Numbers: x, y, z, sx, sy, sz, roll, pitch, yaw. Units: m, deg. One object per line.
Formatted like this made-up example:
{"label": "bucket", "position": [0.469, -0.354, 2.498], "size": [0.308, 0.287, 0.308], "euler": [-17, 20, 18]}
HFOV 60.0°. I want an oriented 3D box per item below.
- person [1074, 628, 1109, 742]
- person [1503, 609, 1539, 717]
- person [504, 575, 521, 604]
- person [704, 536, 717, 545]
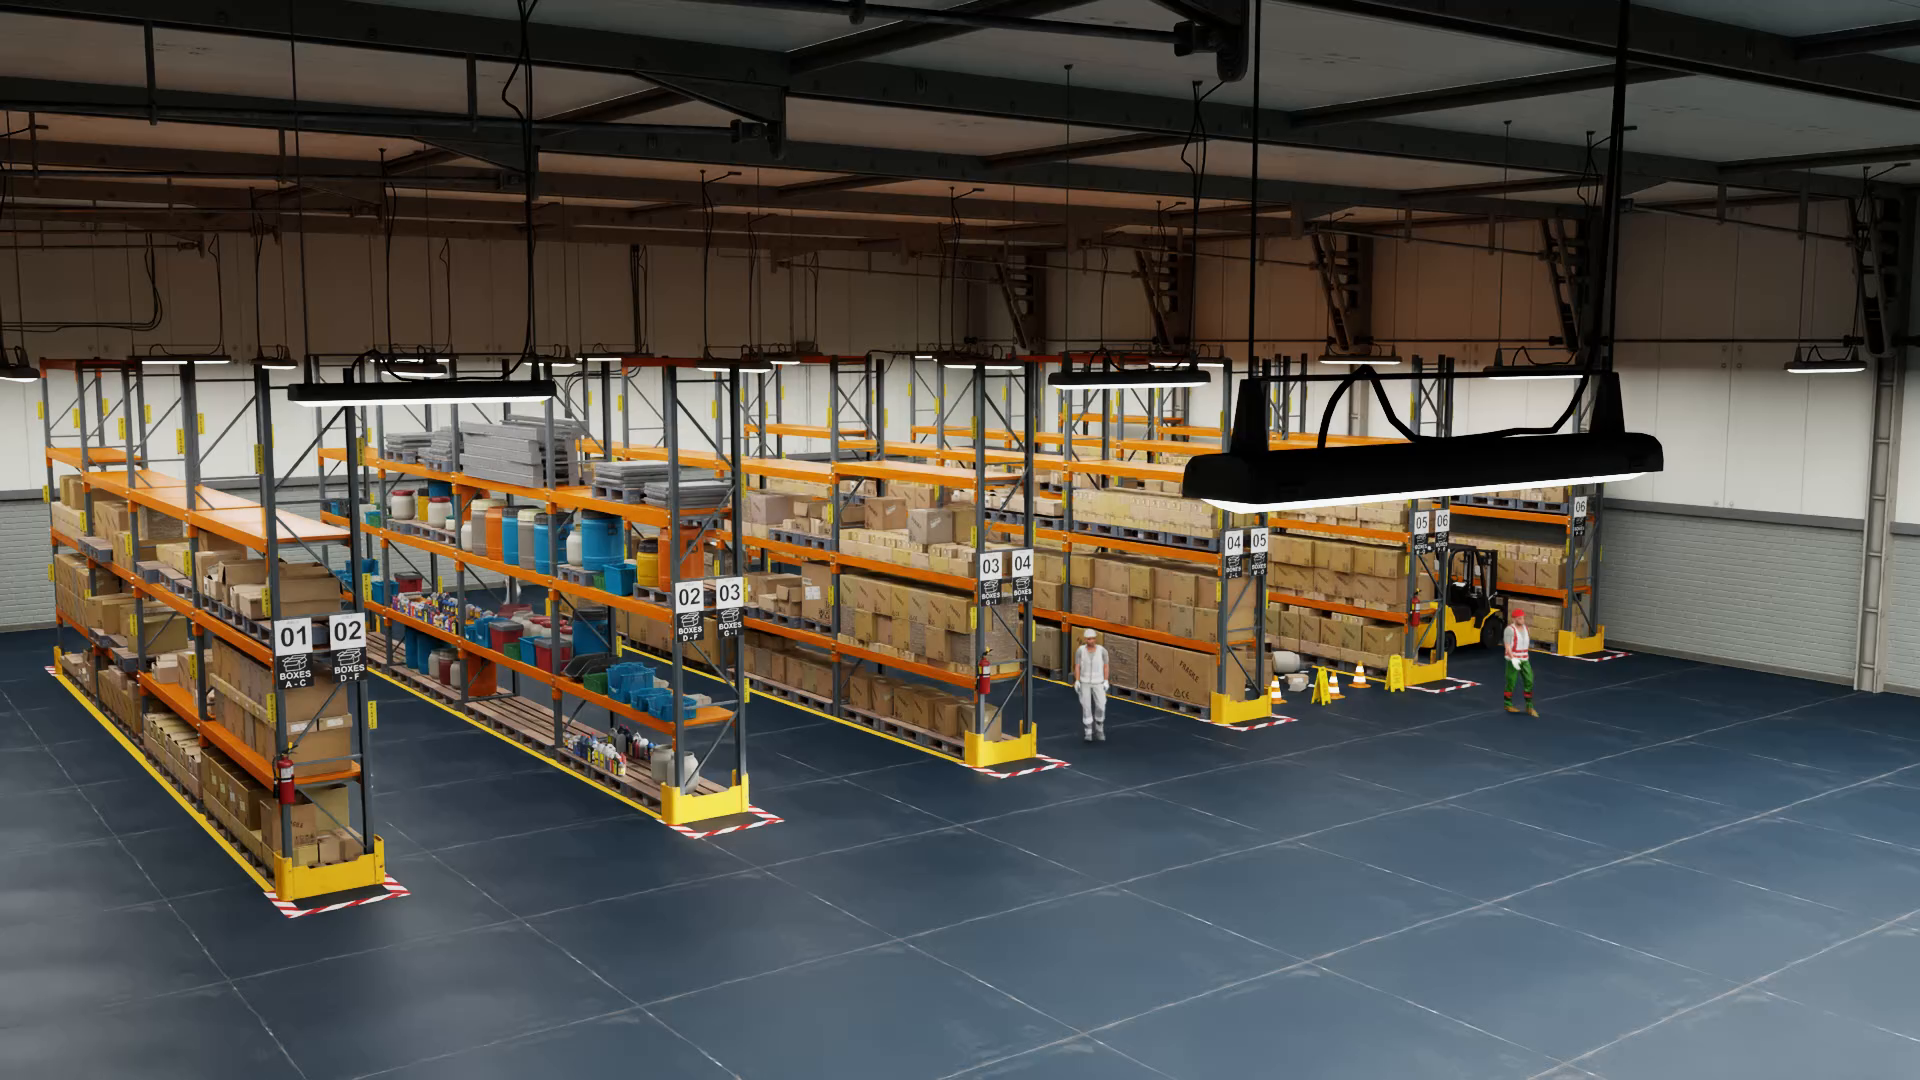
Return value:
{"label": "person", "position": [2.077, 2.297, 26.256], "size": [0.543, 1.817, 0.455], "euler": [1, 7, 8]}
{"label": "person", "position": [9.478, 2.083, 28.172], "size": [0.556, 1.847, 0.553], "euler": [-2, 7, -15]}
{"label": "person", "position": [-9.678, 1.212, 35.901], "size": [0.466, 1.720, 0.544], "euler": [-1, 7, -10]}
{"label": "person", "position": [-5.985, 0.724, 39.526], "size": [0.598, 1.808, 0.904], "euler": [-2, 7, -18]}
